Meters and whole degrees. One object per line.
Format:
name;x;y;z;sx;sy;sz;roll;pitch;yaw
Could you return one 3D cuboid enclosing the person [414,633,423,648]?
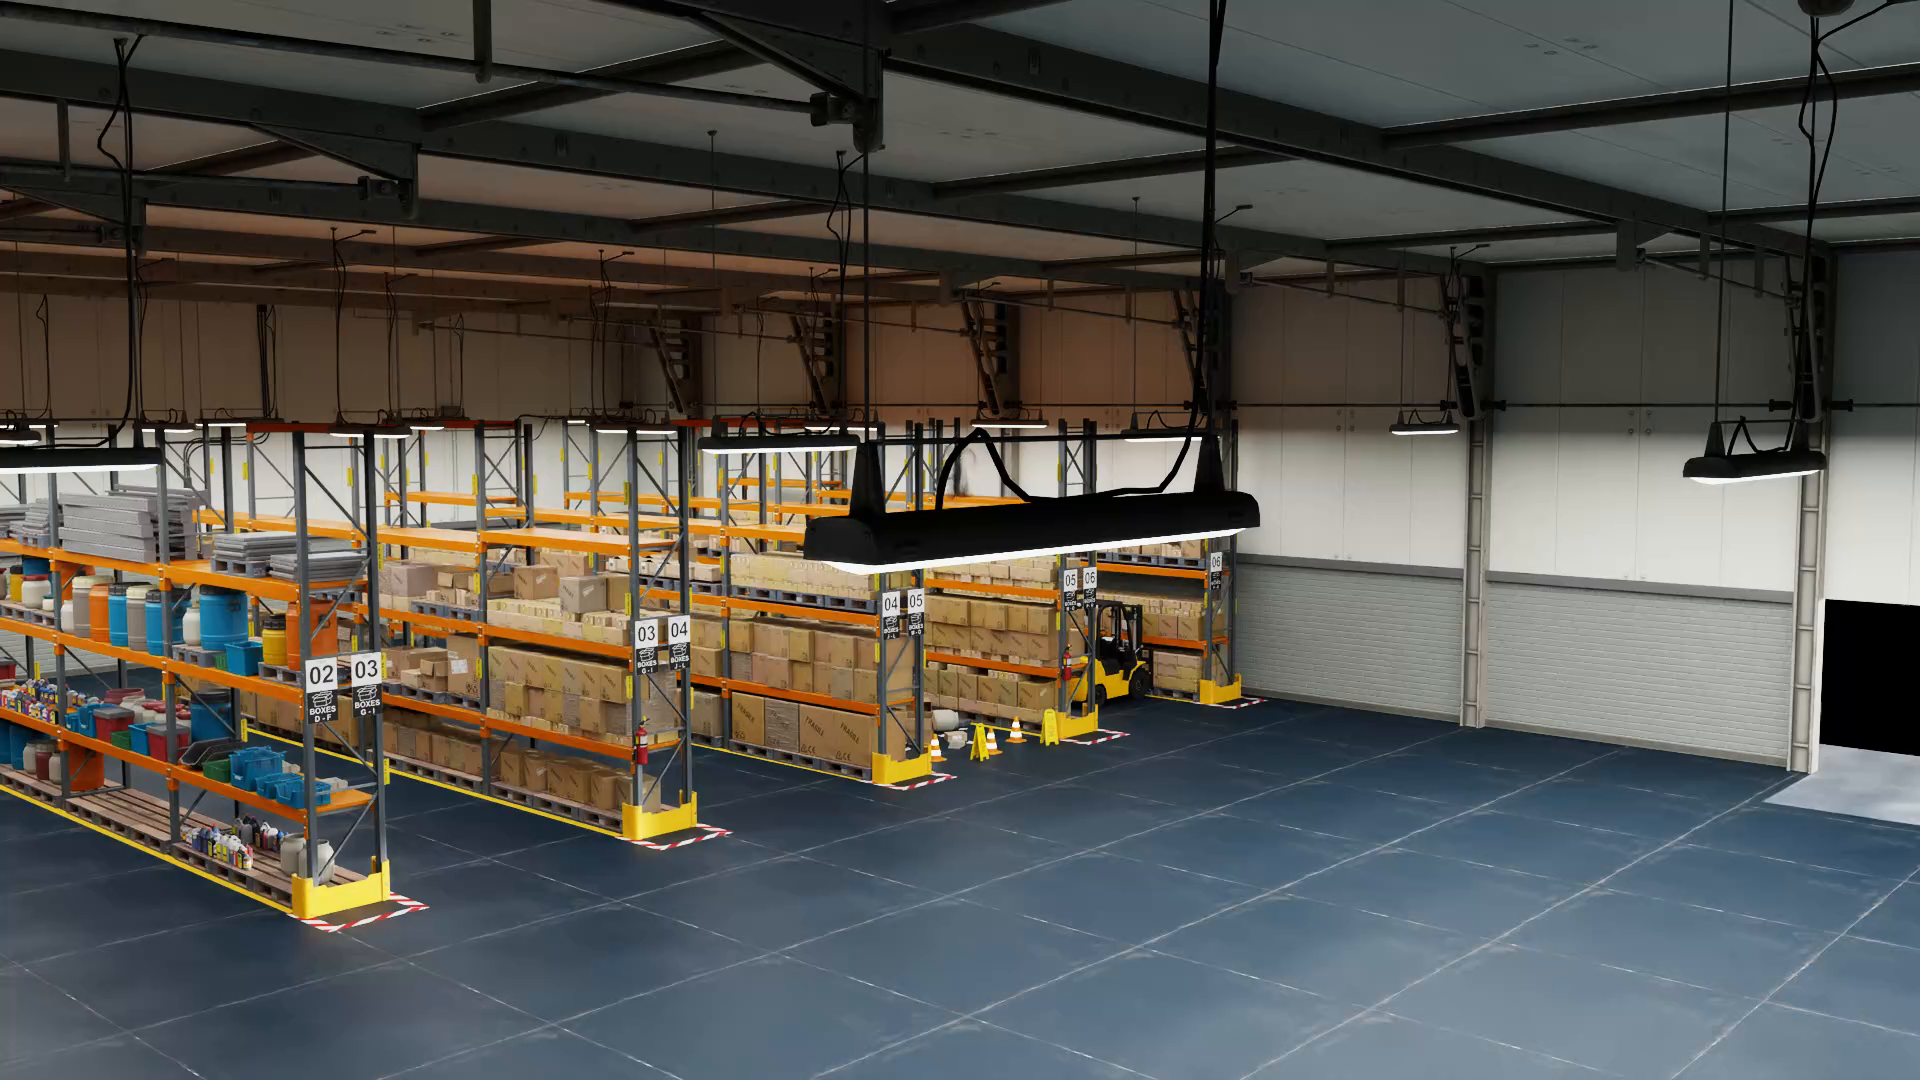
person;-13.593;2.178;41.579;0.573;1.550;0.619;1;5;7
